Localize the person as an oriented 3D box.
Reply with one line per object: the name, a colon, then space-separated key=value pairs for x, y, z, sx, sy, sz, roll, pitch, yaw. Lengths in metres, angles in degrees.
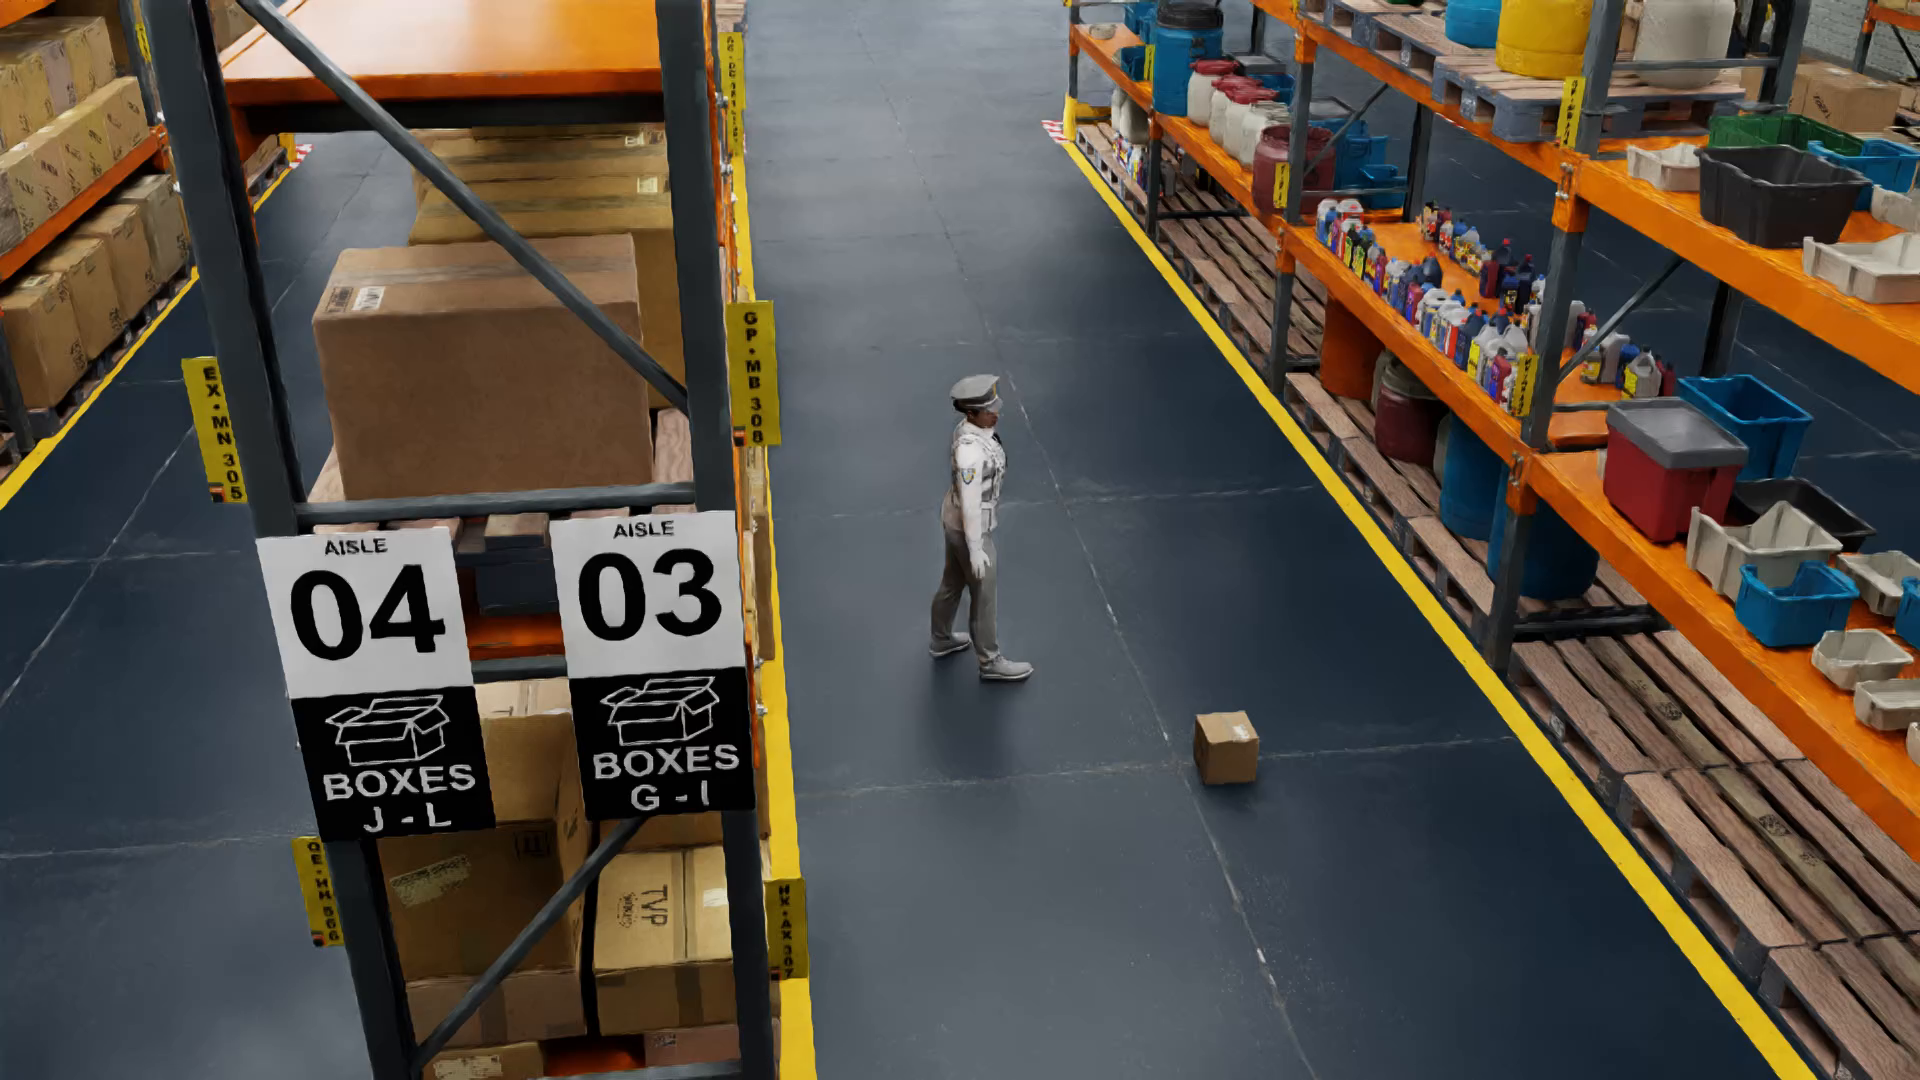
person: x=0.110 y=-0.056 z=8.662 sx=0.553 sy=1.668 sz=0.601 roll=-1 pitch=27 yaw=-2
